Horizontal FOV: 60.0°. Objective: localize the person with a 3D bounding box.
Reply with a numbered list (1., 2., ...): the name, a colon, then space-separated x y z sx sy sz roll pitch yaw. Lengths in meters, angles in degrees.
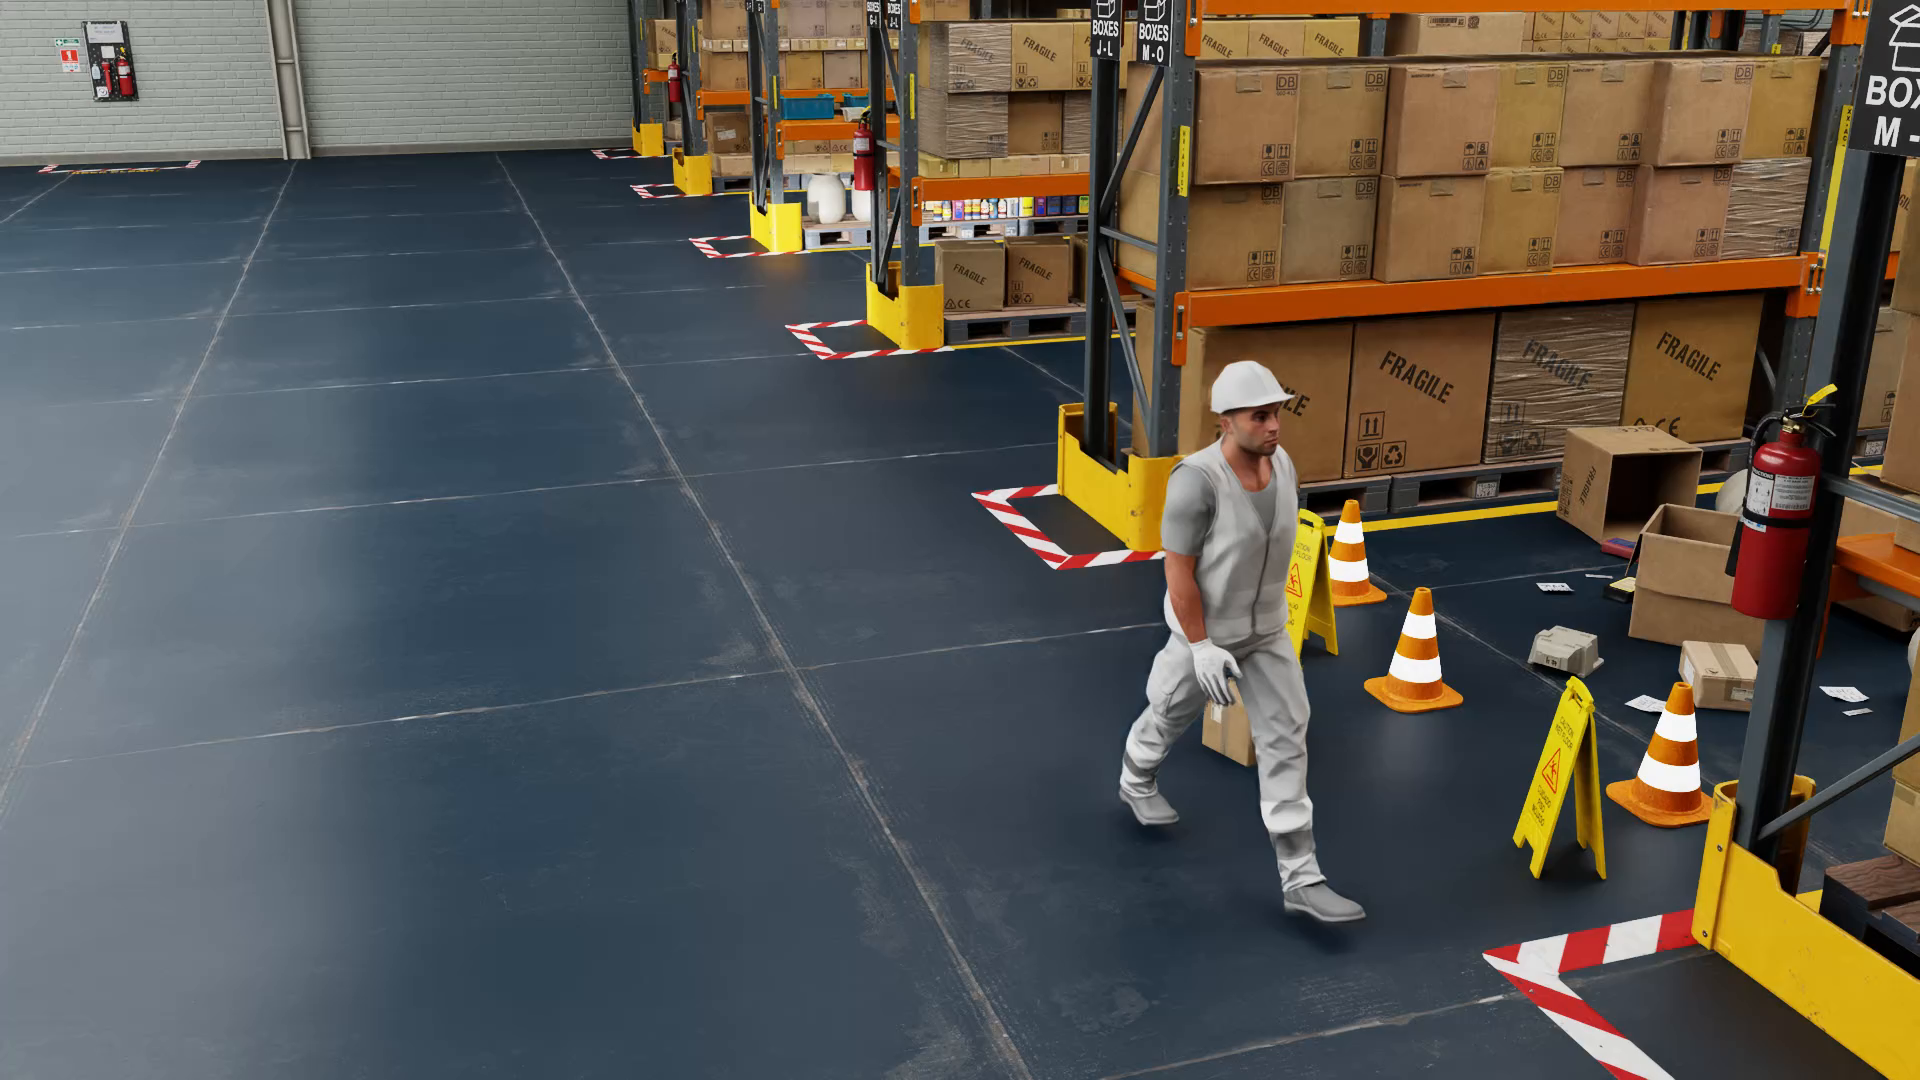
1. person: 0.866 0.284 5.219 0.527 1.727 1.095 -9 21 -24
